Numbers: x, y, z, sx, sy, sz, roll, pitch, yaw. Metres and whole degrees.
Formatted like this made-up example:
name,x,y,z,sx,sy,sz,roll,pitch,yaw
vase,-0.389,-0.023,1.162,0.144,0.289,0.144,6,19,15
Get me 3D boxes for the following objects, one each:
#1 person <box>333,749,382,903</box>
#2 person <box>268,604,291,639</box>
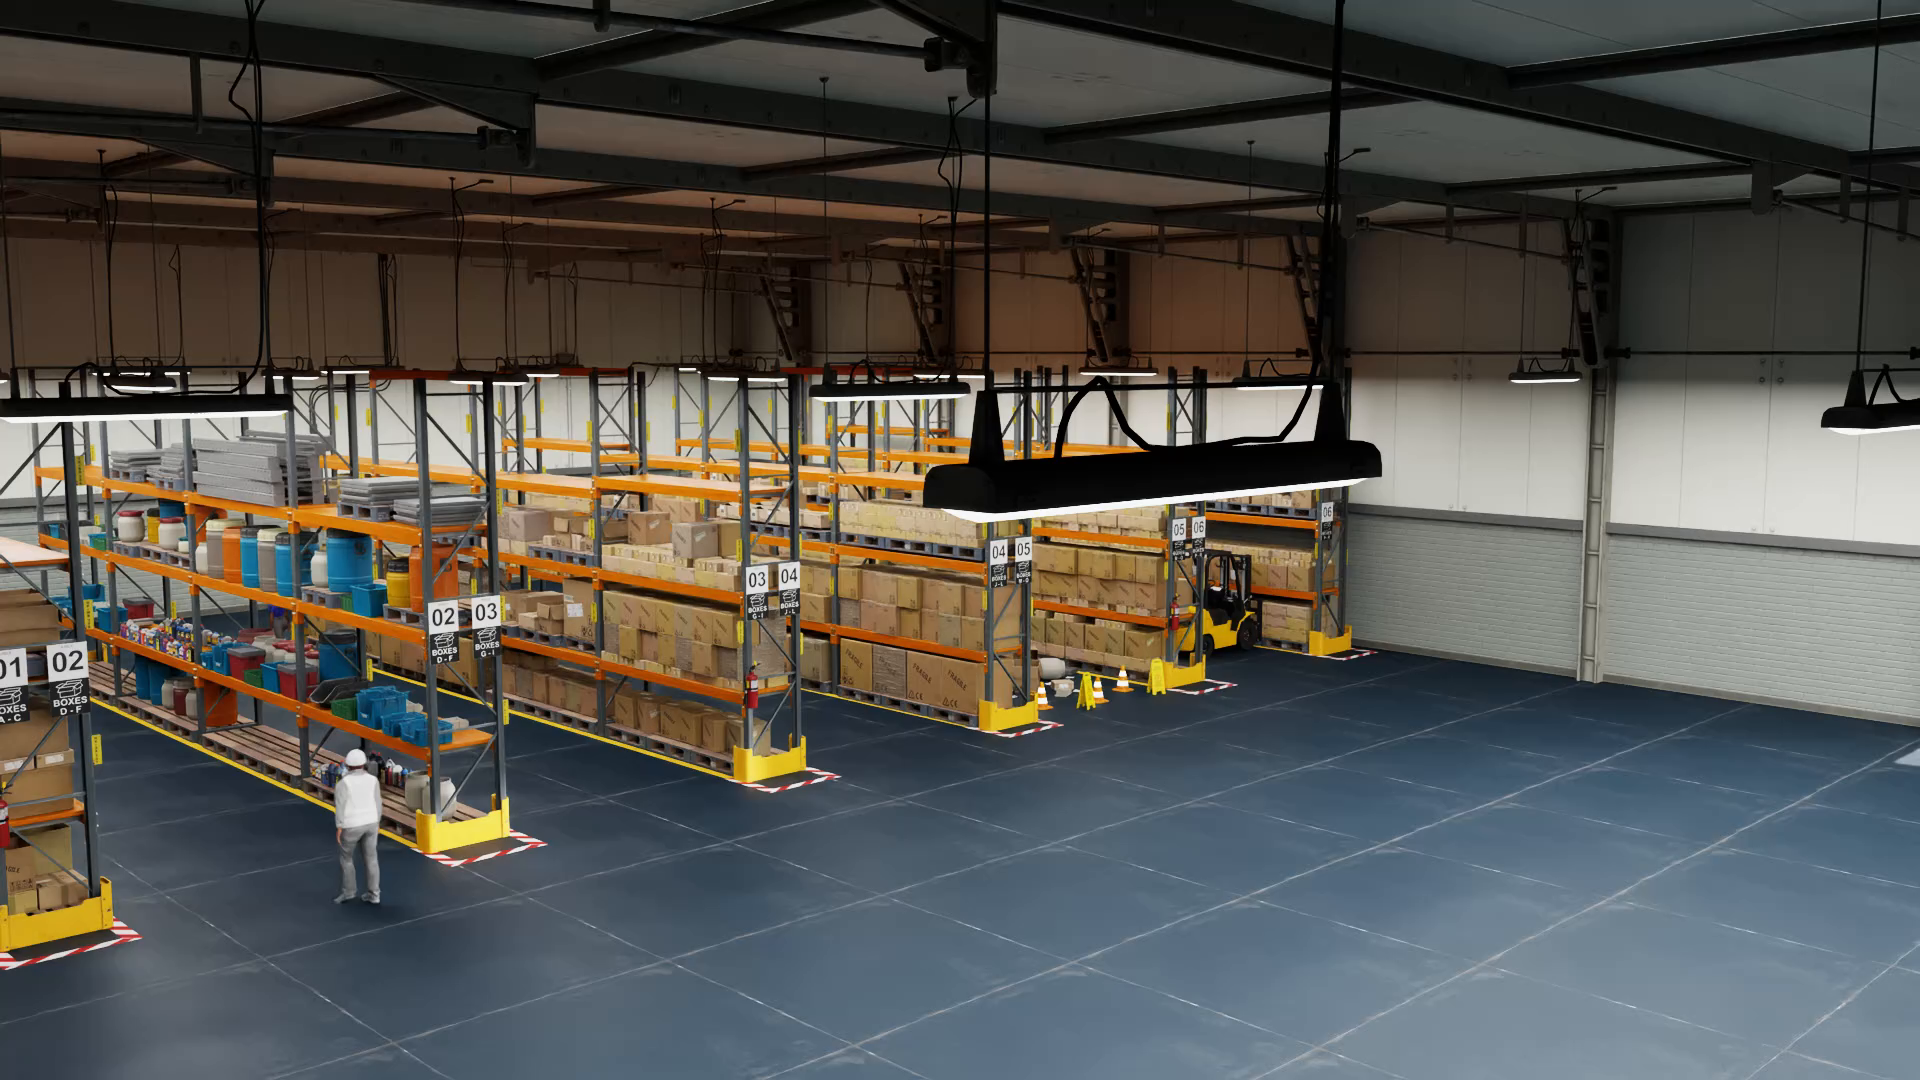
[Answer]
name,x,y,z,sx,sy,sz,roll,pitch,yaw
person,-6.916,3.323,19.144,0.613,1.820,0.588,5,8,40
person,-13.812,1.724,33.694,0.763,1.635,0.484,2,7,16
